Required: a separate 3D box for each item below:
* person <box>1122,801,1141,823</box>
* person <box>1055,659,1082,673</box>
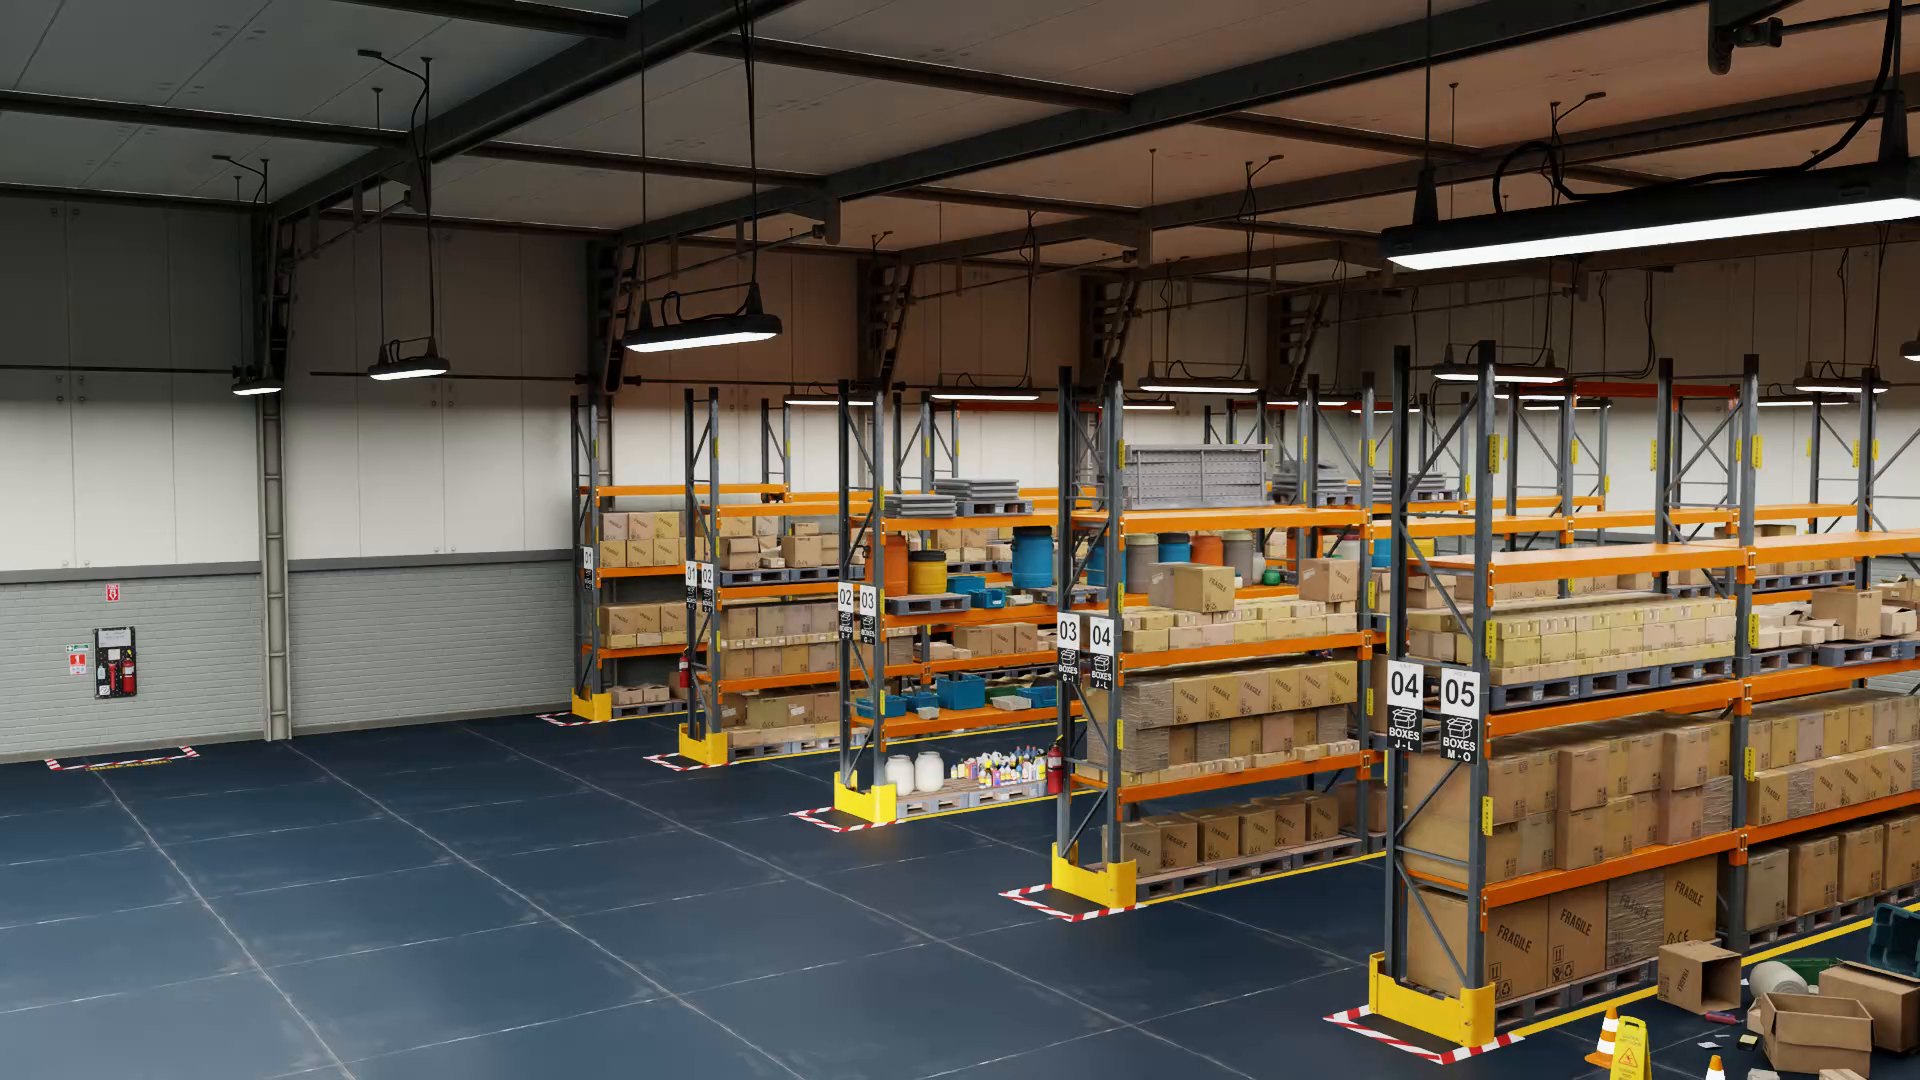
[{"bbox_3d":[2.180,3.072,21.643,0.369,1.711,0.524,2,4,28],"label":"person"},{"bbox_3d":[2.180,2.289,33.147,0.667,1.754,0.595,-2,4,-31],"label":"person"}]
